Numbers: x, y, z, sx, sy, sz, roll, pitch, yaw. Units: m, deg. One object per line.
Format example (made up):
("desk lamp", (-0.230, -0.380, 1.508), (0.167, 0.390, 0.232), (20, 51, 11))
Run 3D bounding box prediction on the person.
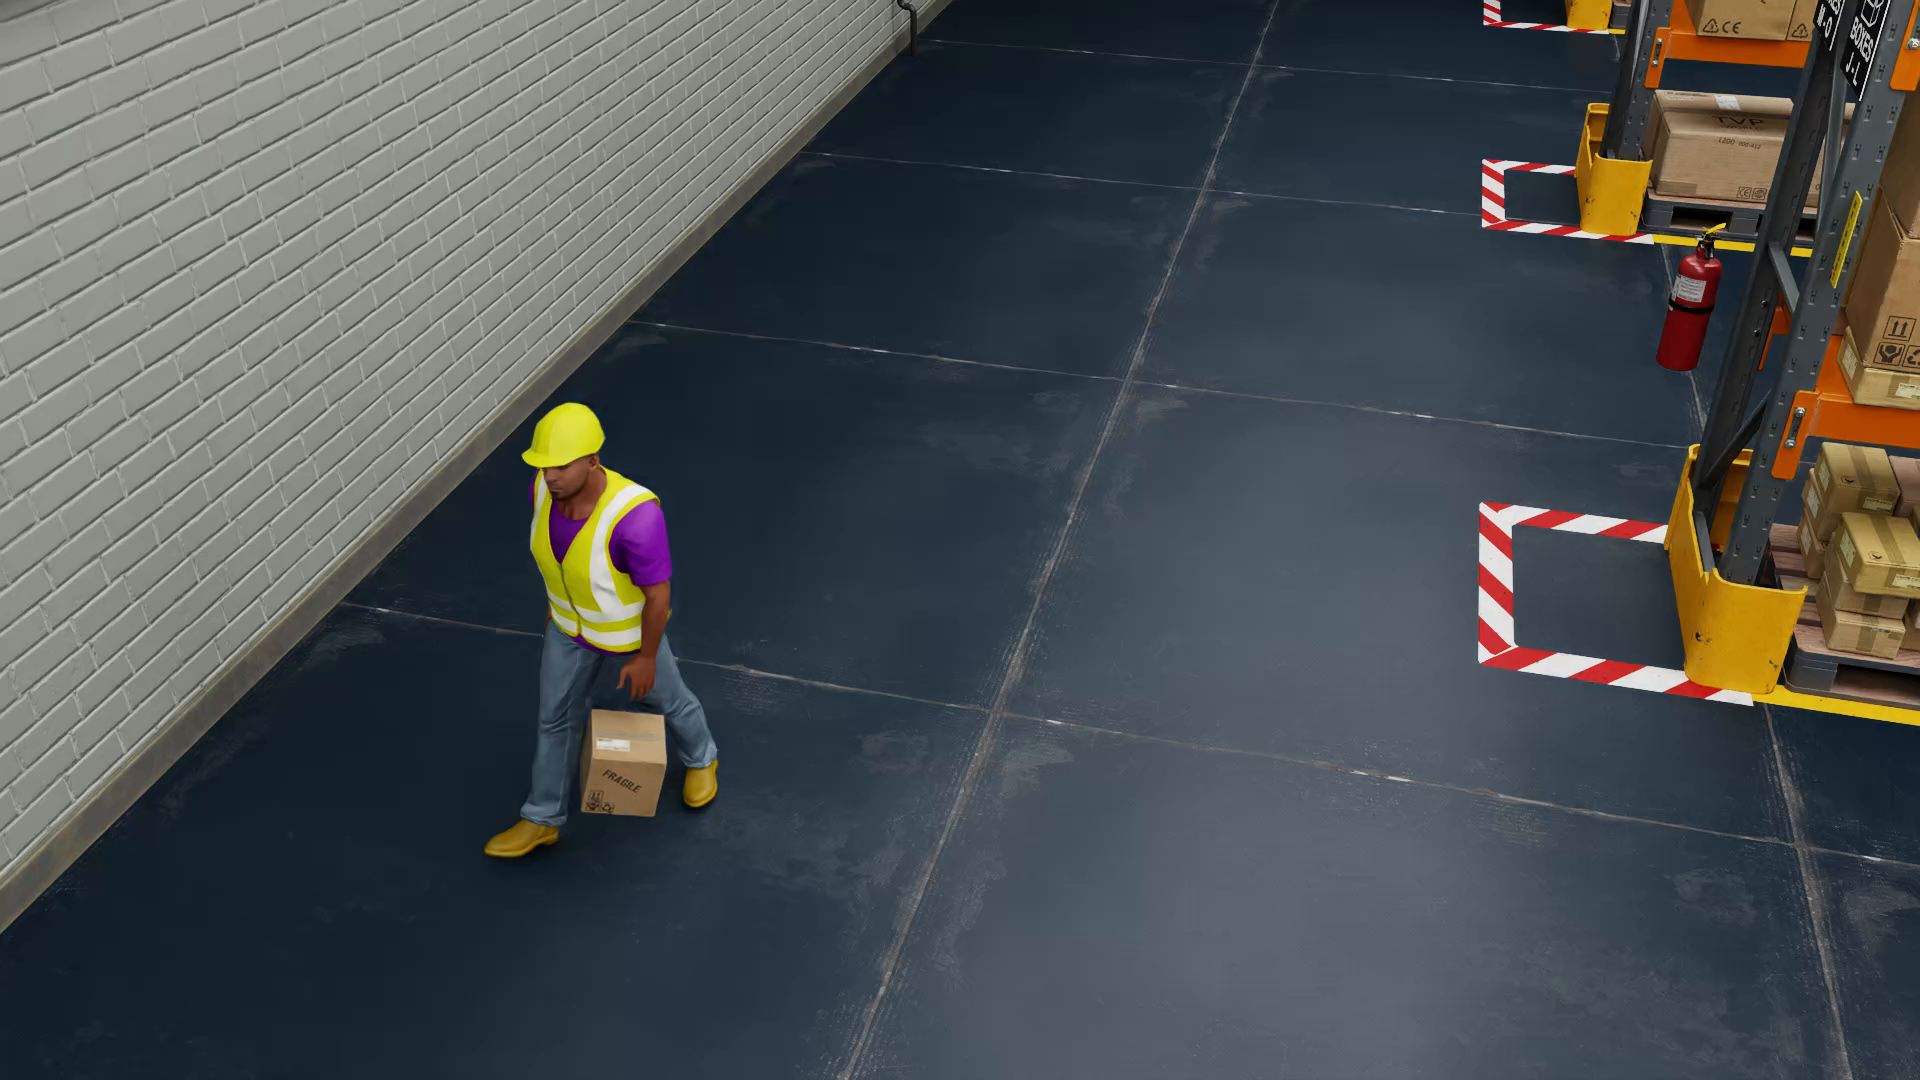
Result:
("person", (-1.230, 0.314, 5.630), (0.602, 1.725, 0.901), (17, 36, 25))
